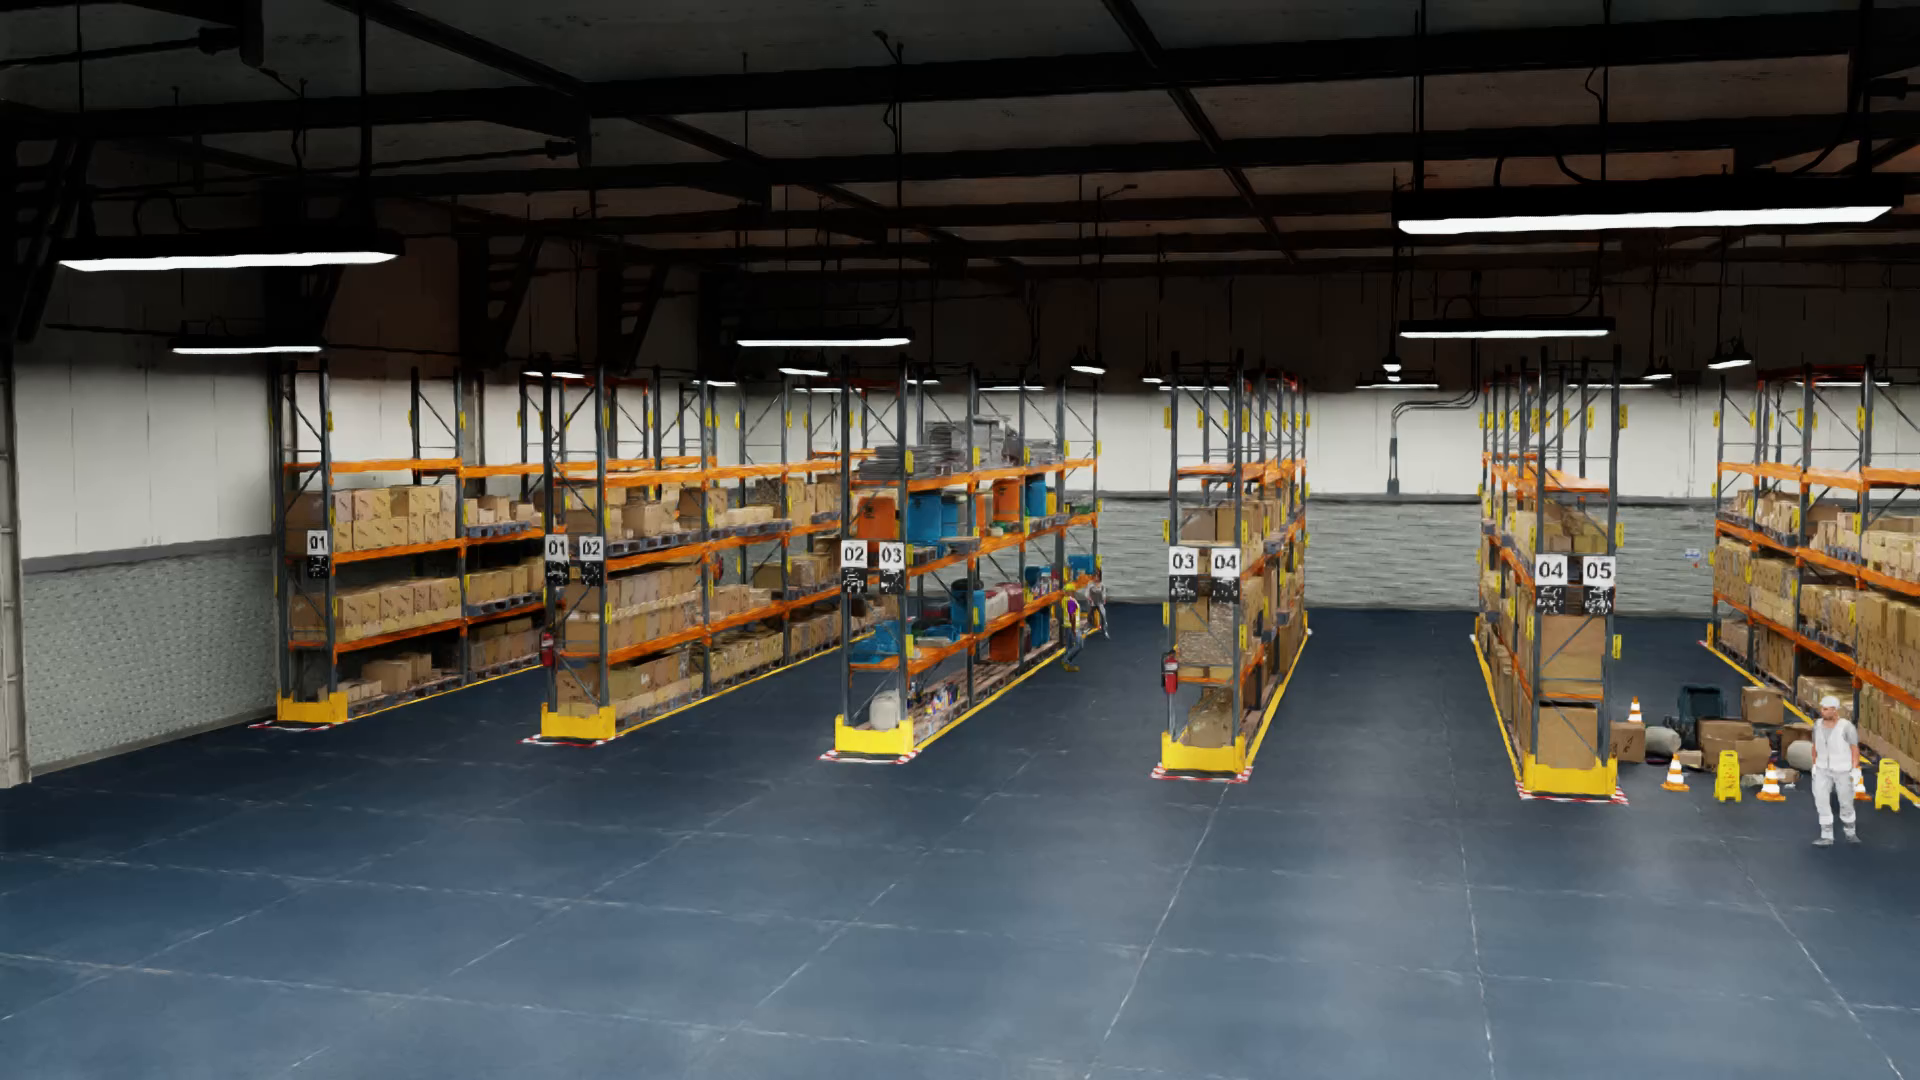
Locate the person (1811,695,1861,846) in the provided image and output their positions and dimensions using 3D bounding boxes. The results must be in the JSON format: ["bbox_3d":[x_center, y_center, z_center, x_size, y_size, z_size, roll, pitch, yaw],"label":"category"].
[{"bbox_3d":[10.349,2.711,19.628,0.574,1.775,0.575,-3,5,-39],"label":"person"}]

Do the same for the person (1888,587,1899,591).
[{"bbox_3d":[20.525,1.510,36.545,0.492,1.748,0.744,-1,4,-14],"label":"person"}]

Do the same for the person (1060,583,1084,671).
[{"bbox_3d":[2.202,1.734,33.171,0.456,1.762,0.607,-1,4,-13],"label":"person"}]

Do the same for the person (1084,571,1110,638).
[{"bbox_3d":[3.139,1.471,38.341,0.568,1.528,0.780,0,4,-4],"label":"person"}]
